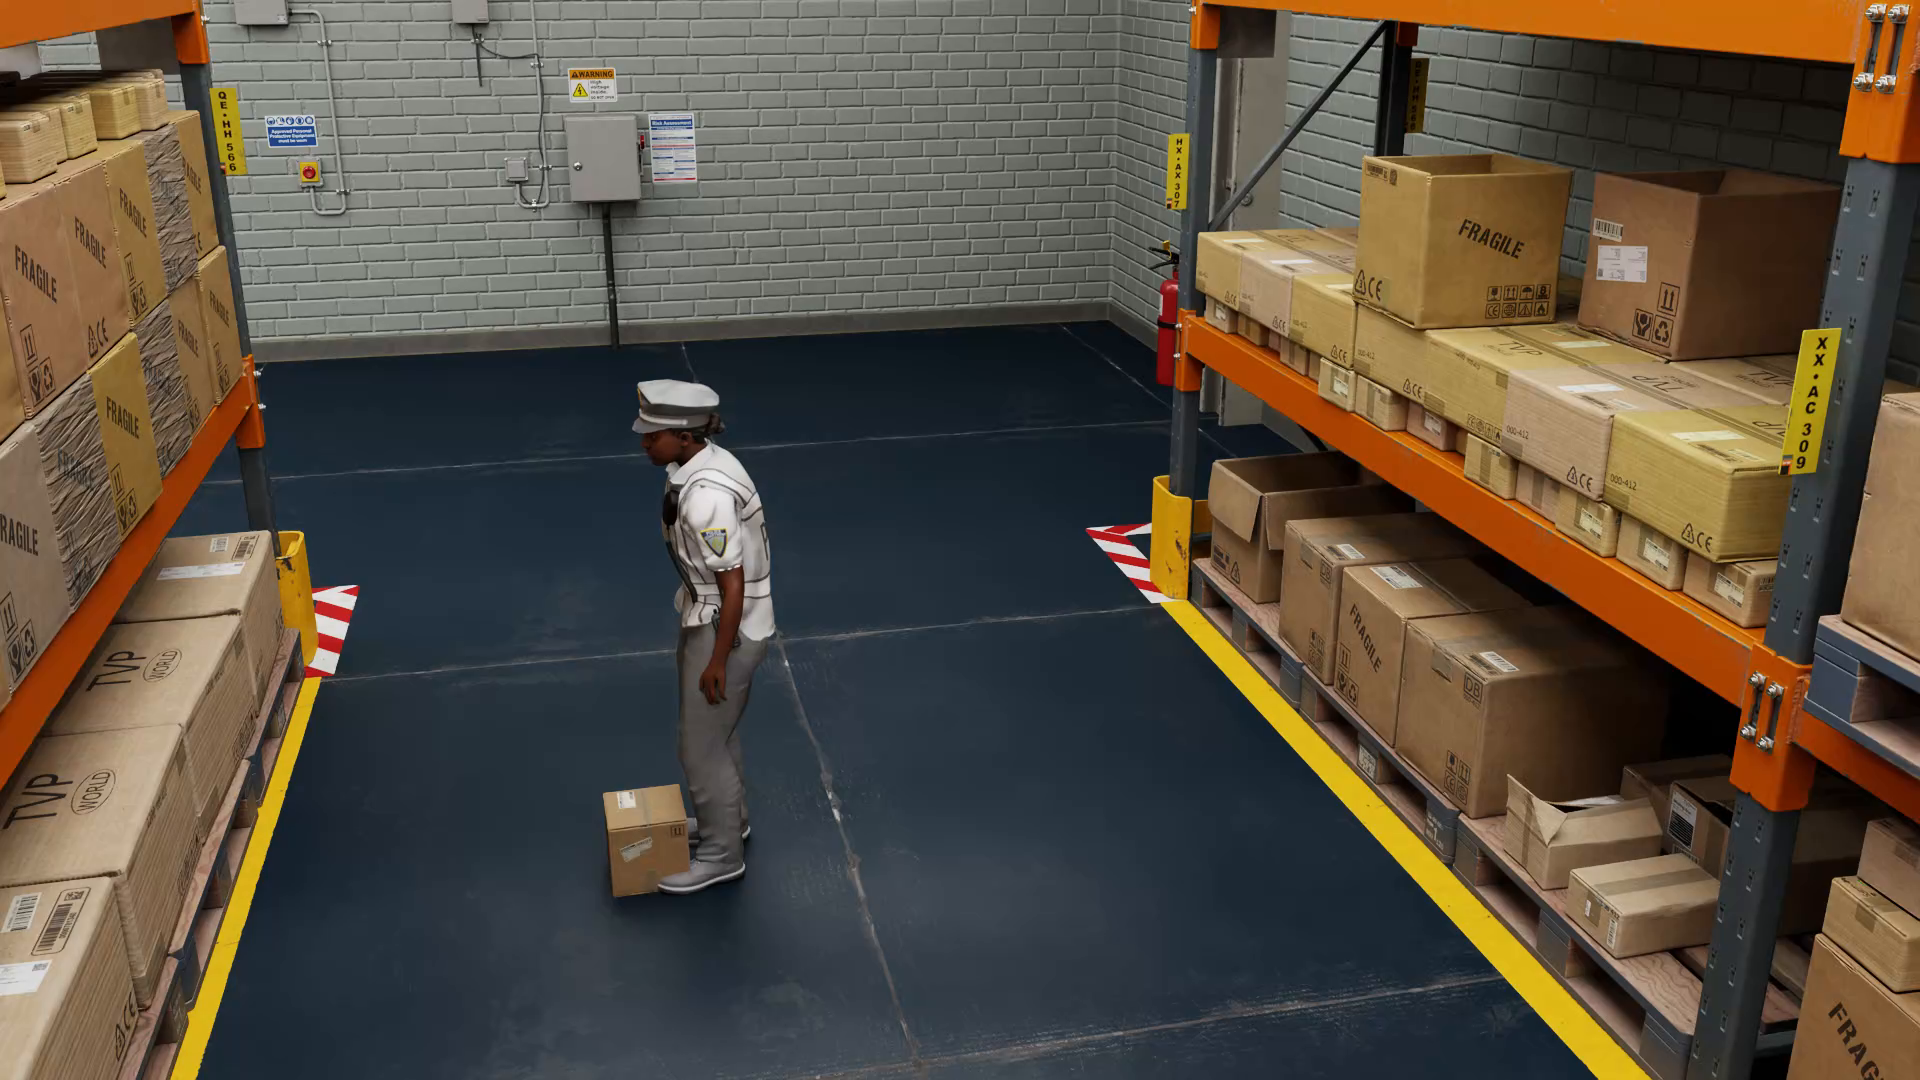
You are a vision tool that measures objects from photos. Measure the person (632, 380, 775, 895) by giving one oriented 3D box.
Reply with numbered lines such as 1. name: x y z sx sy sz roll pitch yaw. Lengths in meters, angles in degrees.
1. person: -0.807 0.298 5.244 0.428 1.657 0.529 -6 21 -16
